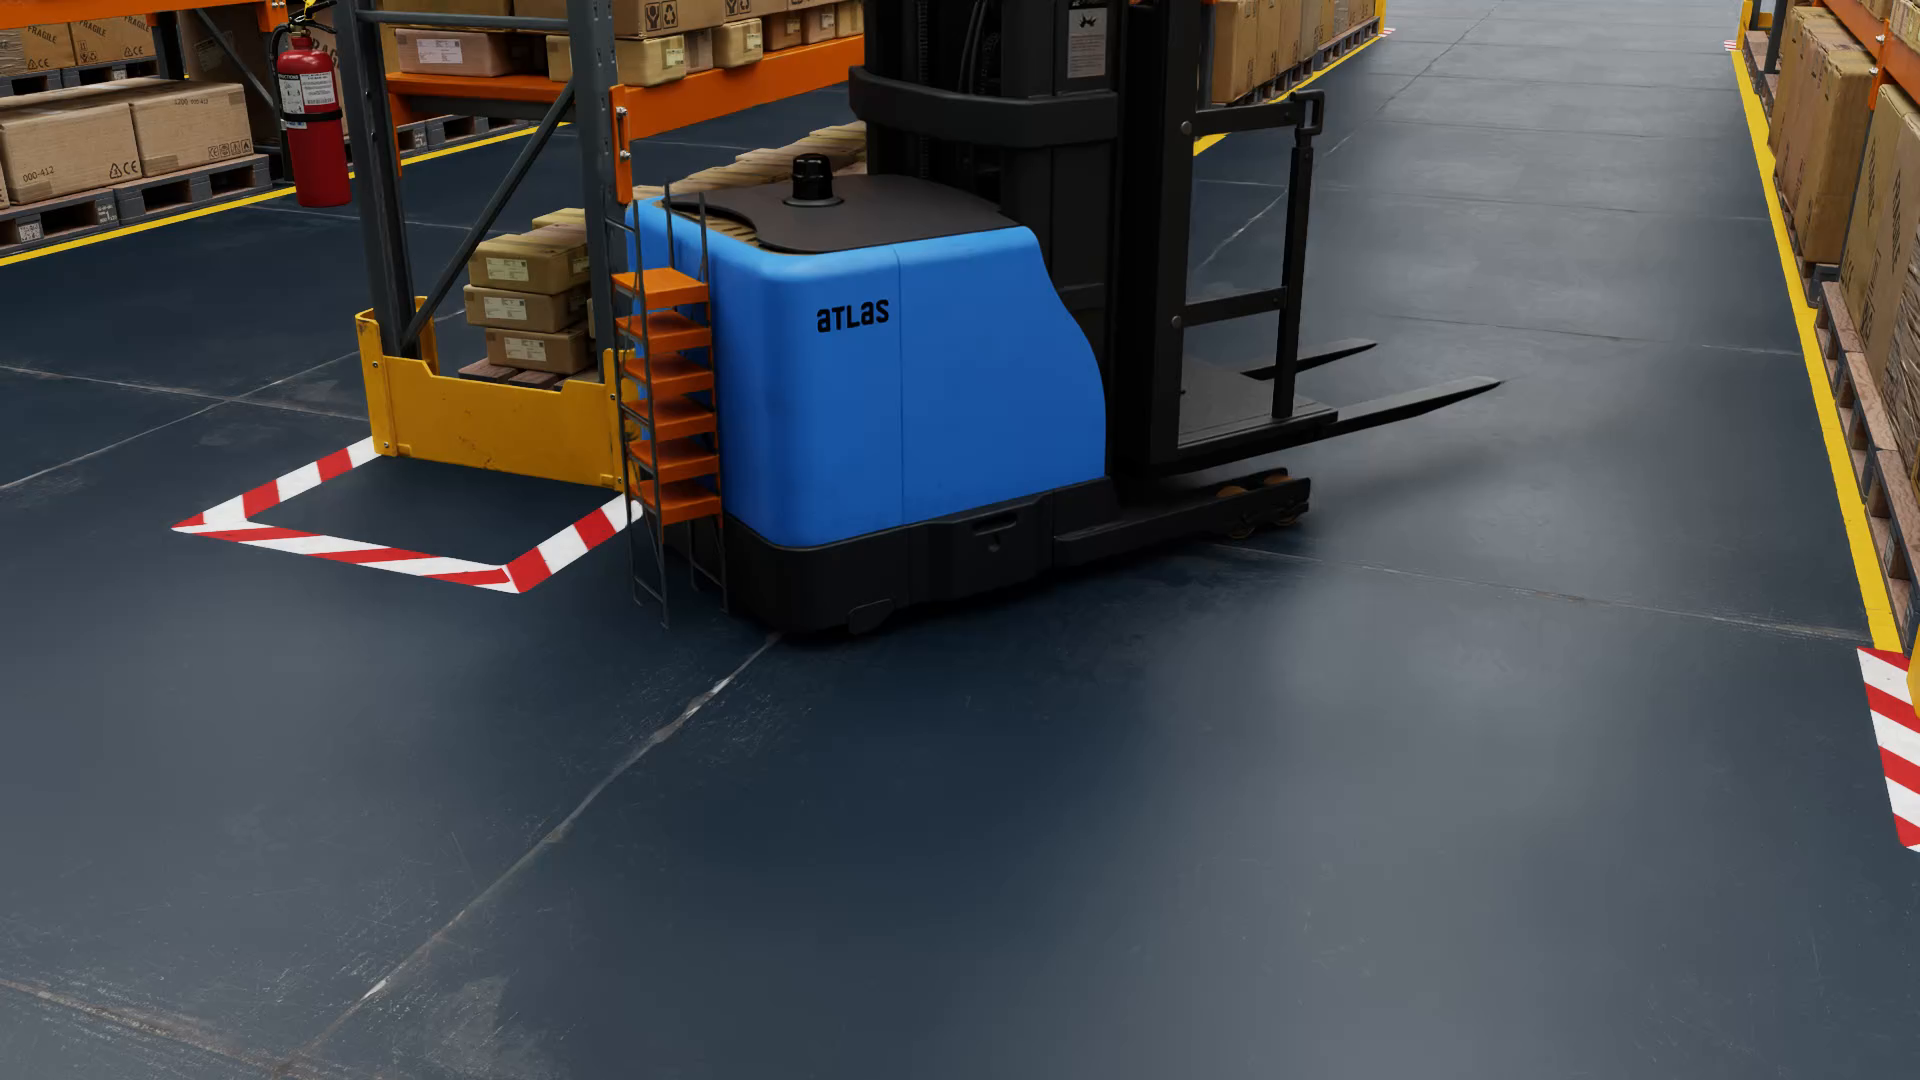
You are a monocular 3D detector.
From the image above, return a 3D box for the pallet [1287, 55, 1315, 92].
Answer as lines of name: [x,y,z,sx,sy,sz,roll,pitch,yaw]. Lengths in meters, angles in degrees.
pallet: [2.675,-4.372,15.442,1.003,0.211,1.213,9,24,20]

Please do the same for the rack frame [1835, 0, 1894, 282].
rack frame: [4.488,-2.336,6.951,1.000,3.000,0.127,9,24,20]

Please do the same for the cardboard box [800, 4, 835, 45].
cardboard box: [-0.724,-2.080,6.664,0.380,0.149,0.250,8,24,19]

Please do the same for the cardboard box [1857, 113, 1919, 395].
cardboard box: [3.834,-1.003,5.971,0.875,0.875,0.875,9,24,20]

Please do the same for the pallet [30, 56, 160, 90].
pallet: [-8.149,-4.347,15.384,1.003,0.211,1.213,9,24,20]

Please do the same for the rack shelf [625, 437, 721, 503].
rack shelf: [-0.802,-0.206,4.614,0.180,0.103,0.258,-14,27,-30]

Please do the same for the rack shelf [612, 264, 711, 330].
rack shelf: [-0.802,-0.649,4.429,0.180,0.103,0.258,-14,27,-30]

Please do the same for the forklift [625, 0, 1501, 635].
forklift: [0.523,-1.511,5.065,3.031,2.935,1.130,-14,27,-30]

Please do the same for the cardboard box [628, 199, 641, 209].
cardboard box: [-1.324,-1.306,6.866,0.380,0.149,0.250,8,24,18]

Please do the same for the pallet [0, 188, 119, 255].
pallet: [-5.520,-1.769,9.212,1.003,0.211,1.213,9,24,20]

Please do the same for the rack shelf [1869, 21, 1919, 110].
rack shelf: [3.745,-1.289,5.377,1.077,0.370,4.000,9,24,20]

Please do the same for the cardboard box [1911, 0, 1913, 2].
cardboard box: [4.070,-2.274,6.610,0.500,0.250,0.500,8,24,19]

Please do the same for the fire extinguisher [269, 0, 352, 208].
fire extinguisher: [-2.087,-1.419,5.340,0.296,0.674,0.183,9,24,20]

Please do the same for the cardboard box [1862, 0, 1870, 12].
cardboard box: [4.598,-2.765,7.848,0.500,0.500,0.500,10,25,22]

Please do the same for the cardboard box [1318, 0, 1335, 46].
cardboard box: [3.191,-5.374,16.435,0.875,0.875,0.875,9,24,21]

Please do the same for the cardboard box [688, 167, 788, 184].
cardboard box: [-1.004,-1.586,7.538,0.380,0.149,0.250,9,24,20]

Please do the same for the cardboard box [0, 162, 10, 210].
cardboard box: [-5.714,-1.914,8.721,0.875,0.438,0.875,9,24,21]

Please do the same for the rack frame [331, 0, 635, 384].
rack frame: [-1.565,-1.651,5.311,1.000,3.000,0.127,9,24,20]

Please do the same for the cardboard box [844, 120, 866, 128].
cardboard box: [-0.400,-2.142,8.868,0.380,0.149,0.250,10,25,22]

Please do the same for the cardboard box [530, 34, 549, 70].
cardboard box: [-1.579,-1.776,5.936,0.380,0.149,0.250,9,24,20]

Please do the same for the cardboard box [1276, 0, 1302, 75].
cardboard box: [2.383,-4.521,14.557,1.050,0.750,0.750,9,24,20]

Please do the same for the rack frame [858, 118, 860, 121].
rack frame: [-0.079,-3.083,8.738,1.000,3.000,0.127,9,24,20]

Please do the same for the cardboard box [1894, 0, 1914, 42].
cardboard box: [3.972,-2.068,6.635,0.380,0.149,0.250,8,24,18]

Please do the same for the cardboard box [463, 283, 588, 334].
cardboard box: [-1.634,-0.896,6.272,0.380,0.149,0.250,8,24,19]

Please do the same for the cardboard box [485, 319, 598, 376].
cardboard box: [-1.563,-0.748,6.302,0.380,0.149,0.250,9,24,21]

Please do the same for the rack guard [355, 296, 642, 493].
rack guard: [-1.537,-0.525,5.858,1.175,0.500,0.348,9,24,20]

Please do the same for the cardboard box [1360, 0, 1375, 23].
cardboard box: [4.187,-6.338,18.744,0.875,0.875,0.875,9,24,20]

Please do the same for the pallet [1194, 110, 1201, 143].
pallet: [1.115,-2.948,12.033,1.003,0.211,1.213,9,24,20]

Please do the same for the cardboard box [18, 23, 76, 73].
cardboard box: [-8.182,-4.389,14.563,0.500,0.500,0.500,10,25,22]

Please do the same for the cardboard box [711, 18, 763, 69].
cardboard box: [-0.935,-1.790,5.969,0.380,0.149,0.250,8,24,19]

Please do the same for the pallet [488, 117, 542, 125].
pallet: [-3.590,-3.628,13.663,1.003,0.211,1.213,9,24,20]

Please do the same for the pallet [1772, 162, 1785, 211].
pallet: [5.611,-2.210,10.266,1.003,0.211,1.213,9,24,20]

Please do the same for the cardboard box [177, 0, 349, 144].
cardboard box: [-4.557,-3.202,11.235,0.875,0.875,0.875,10,25,22]

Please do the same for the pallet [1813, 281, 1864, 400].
pallet: [4.133,-0.789,6.864,1.003,0.211,1.213,9,24,20]

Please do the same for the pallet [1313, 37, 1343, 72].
pallet: [3.247,-4.920,16.754,1.003,0.211,1.213,9,24,20]

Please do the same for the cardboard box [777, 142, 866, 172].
cardboard box: [-0.681,-1.858,8.187,0.380,0.149,0.250,8,24,19]

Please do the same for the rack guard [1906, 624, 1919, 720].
rack guard: [2.993,0.257,3.986,1.175,0.500,0.348,9,24,20]

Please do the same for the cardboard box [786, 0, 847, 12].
cardboard box: [-0.773,-2.324,6.407,0.500,0.500,0.500,9,24,21]

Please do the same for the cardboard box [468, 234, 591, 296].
cardboard box: [-1.604,-1.030,6.205,0.380,0.149,0.250,9,24,21]

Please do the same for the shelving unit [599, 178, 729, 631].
shelving unit: [-0.802,-0.358,4.551,0.189,1.200,0.258,-14,27,-30]

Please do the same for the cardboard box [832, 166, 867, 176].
cardboard box: [-0.386,-1.593,7.555,0.380,0.149,0.250,8,24,18]

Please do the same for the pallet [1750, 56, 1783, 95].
pallet: [7.676,-4.158,14.930,1.003,0.211,1.213,9,24,20]

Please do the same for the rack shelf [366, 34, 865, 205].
rack shelf: [-0.822,-2.035,7.163,1.077,0.370,4.000,9,24,20]

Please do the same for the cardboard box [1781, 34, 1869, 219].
cardboard box: [5.038,-2.101,8.601,1.225,0.875,0.875,8,24,18]
